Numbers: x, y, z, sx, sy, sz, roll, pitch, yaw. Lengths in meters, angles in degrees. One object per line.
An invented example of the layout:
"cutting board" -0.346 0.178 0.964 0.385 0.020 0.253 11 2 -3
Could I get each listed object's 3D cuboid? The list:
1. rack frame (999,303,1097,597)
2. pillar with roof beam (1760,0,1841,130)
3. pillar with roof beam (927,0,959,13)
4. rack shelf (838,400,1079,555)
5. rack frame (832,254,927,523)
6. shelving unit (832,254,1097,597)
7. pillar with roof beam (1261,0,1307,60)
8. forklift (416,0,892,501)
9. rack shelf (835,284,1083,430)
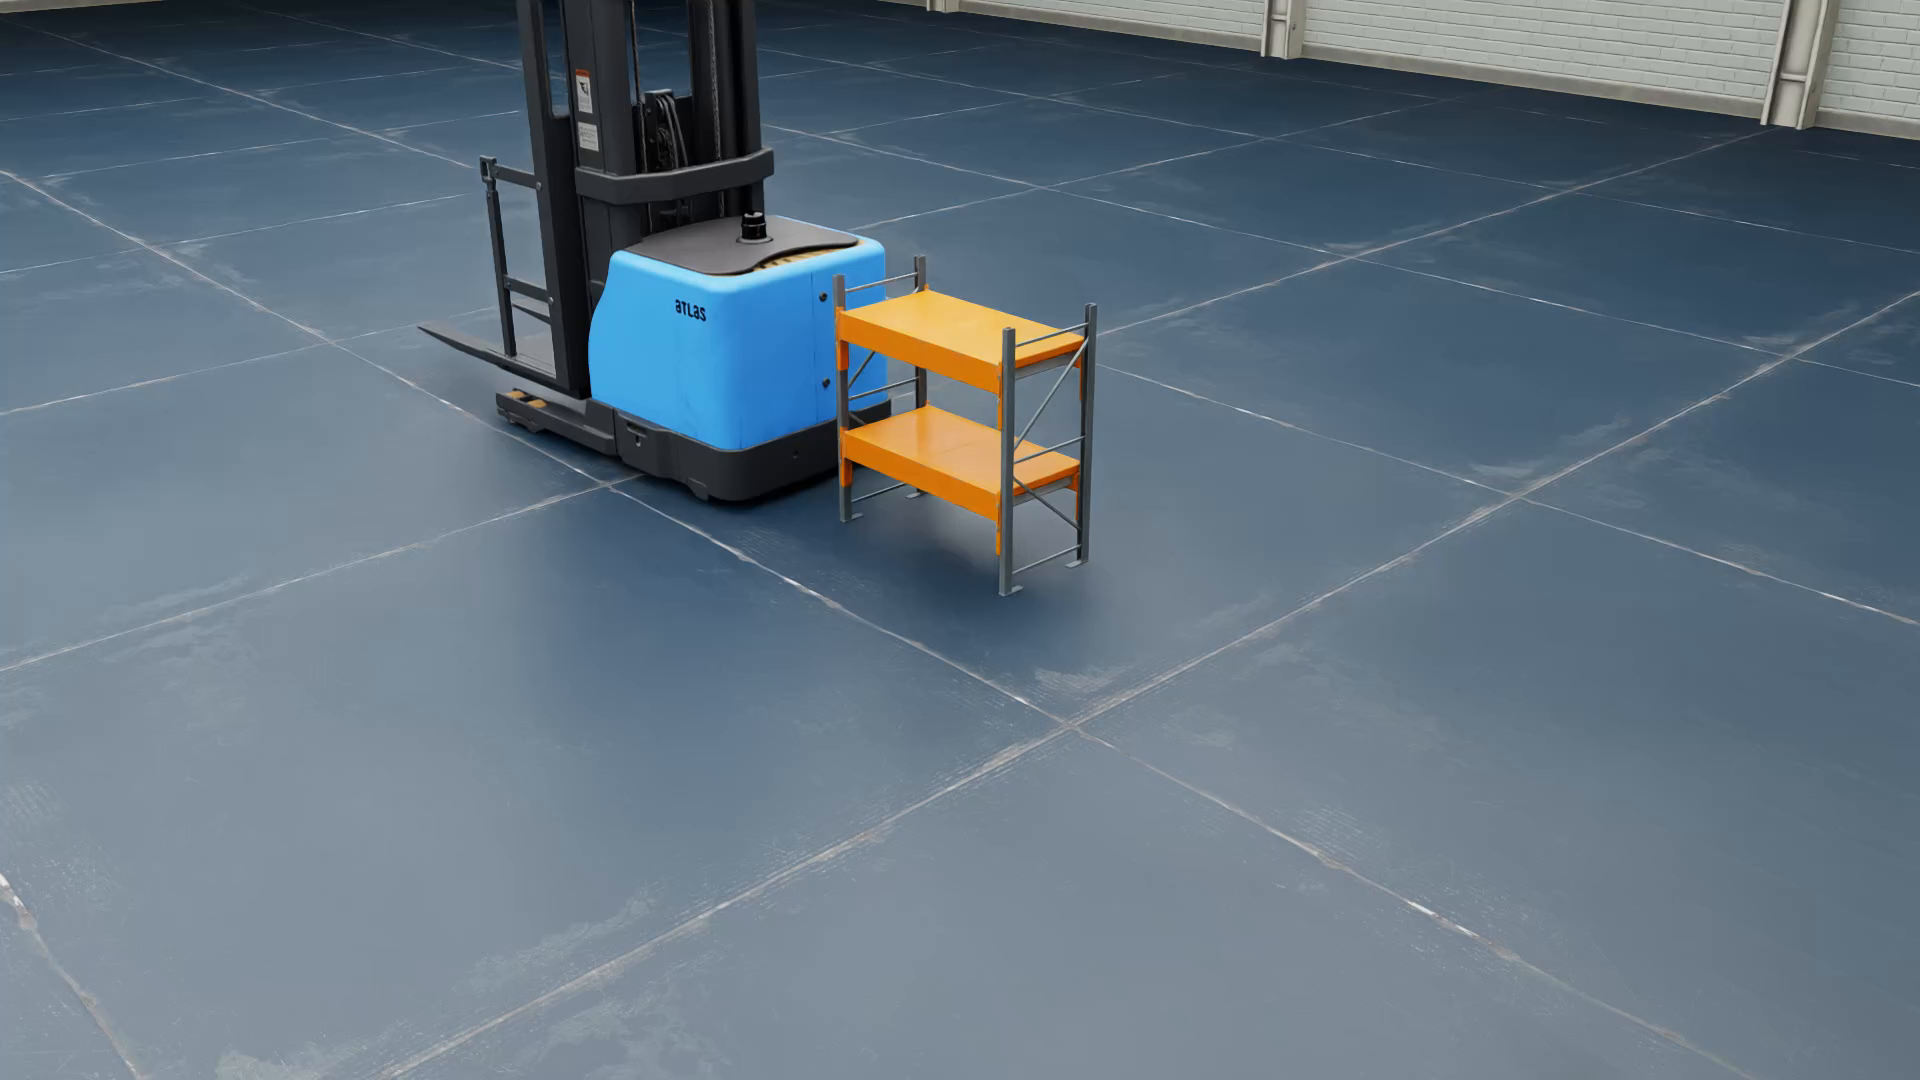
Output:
"rack frame" 0.352 -0.356 6.674 0.500 1.125 0.032 -21 32 -38
"pillar with roof beam" 4.823 -6.869 11.466 9.100 9.000 0.400 -21 32 -38
"pillar with roof beam" -3.379 -10.505 19.435 9.100 9.000 0.400 -21 32 -38
"rack shelf" 0.005 -0.287 7.114 0.538 0.278 1.000 -21 32 -38
"rack frame" -0.343 -0.664 7.350 0.500 1.125 0.032 -21 32 -38
"shelving unit" 0.005 -0.510 7.012 0.538 1.125 1.048 -21 32 -38
"pillar with roof beam" 0.722 -8.687 15.450 9.100 9.000 0.400 -21 32 -38
"forklift" -1.745 -2.016 8.137 3.031 2.935 1.130 22 32 39
"rack shelf" 0.005 -0.776 6.891 0.538 0.278 1.000 -21 32 -38
